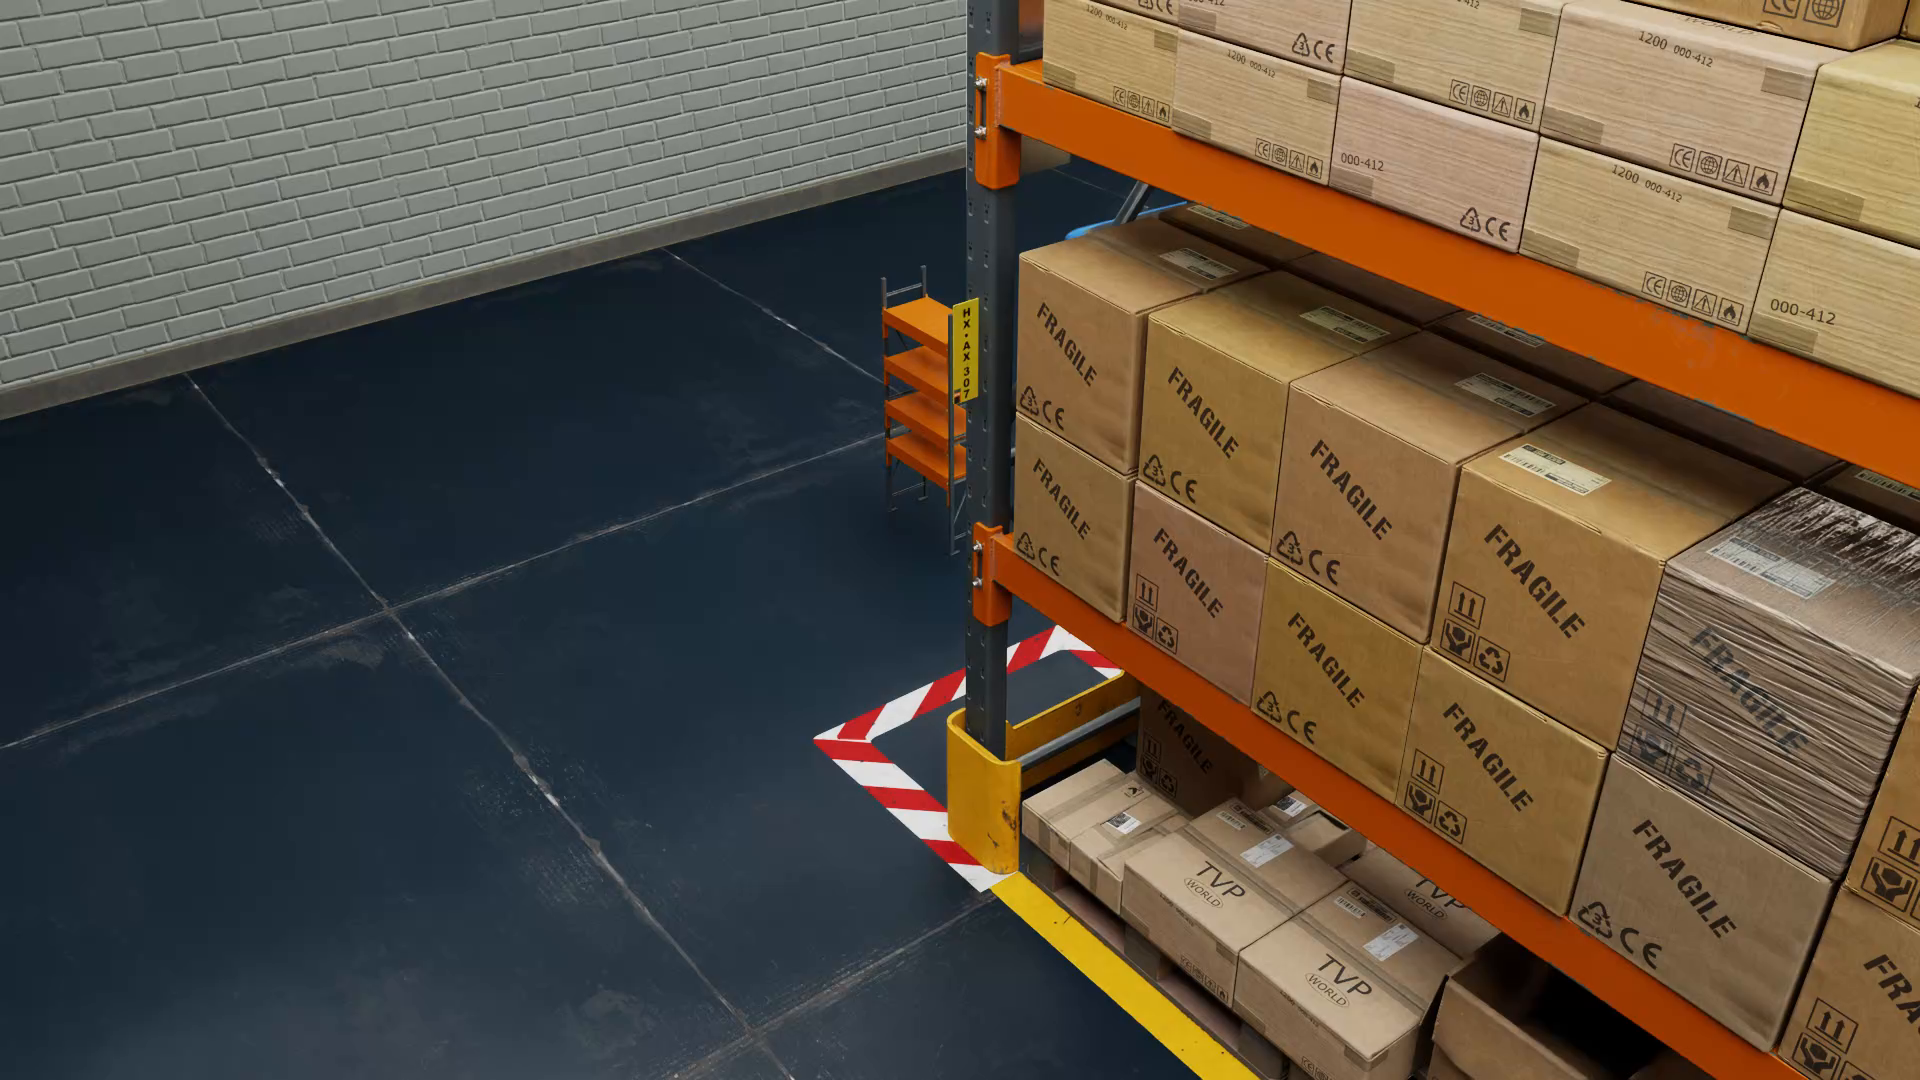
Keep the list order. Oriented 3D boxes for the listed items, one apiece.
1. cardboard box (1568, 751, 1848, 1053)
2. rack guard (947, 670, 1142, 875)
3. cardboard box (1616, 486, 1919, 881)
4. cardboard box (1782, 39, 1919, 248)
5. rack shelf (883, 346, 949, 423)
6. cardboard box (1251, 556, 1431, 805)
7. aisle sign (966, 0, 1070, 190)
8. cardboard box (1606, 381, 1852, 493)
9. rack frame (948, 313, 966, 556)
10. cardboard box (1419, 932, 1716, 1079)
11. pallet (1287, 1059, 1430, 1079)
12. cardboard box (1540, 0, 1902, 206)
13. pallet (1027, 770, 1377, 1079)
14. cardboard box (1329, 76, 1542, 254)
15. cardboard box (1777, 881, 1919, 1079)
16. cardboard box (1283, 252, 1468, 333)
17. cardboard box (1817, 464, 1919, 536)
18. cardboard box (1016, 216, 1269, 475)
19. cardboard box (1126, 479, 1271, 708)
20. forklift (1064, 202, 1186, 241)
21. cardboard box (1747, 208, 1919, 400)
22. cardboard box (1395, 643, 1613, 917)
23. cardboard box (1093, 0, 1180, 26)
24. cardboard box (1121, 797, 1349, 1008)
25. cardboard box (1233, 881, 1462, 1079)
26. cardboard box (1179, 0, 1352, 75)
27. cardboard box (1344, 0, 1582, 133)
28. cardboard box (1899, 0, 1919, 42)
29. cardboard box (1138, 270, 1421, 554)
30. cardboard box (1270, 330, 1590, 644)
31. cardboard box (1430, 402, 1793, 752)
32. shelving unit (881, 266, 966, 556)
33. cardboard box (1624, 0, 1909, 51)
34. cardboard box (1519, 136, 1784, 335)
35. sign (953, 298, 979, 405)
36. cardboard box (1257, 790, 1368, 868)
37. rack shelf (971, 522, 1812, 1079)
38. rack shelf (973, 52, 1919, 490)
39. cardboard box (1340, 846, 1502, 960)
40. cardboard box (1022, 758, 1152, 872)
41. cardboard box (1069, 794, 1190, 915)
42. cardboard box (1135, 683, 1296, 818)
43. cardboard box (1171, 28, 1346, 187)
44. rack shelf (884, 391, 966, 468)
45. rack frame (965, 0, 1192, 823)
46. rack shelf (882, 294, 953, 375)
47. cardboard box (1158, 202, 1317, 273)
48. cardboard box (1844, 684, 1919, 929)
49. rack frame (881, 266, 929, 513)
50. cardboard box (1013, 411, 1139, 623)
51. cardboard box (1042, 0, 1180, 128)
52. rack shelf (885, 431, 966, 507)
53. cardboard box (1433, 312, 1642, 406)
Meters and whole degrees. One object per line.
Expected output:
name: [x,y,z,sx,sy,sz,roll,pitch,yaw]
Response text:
cardboard box: [1.758,0.698,3.689,0.500,0.500,0.500,-21,38,-30]
rack guard: [0.495,0.720,6.117,1.175,0.500,0.348,-22,38,-31]
cardboard box: [1.762,0.276,3.419,0.500,0.500,0.500,-22,38,-31]
cardboard box: [1.780,-0.663,2.800,0.500,0.250,0.500,-22,38,-31]
rack shelf: [-0.101,-0.712,7.462,0.258,0.148,0.480,-22,38,-31]
cardboard box: [1.138,0.278,4.365,0.500,0.500,0.500,-22,38,-32]
aisle sign: [0.175,-1.411,4.716,0.394,0.787,0.004,-22,38,-31]
cardboard box: [1.886,-0.105,4.034,0.500,0.500,0.500,-21,38,-30]
rack frame: [0.048,-0.477,7.381,0.240,1.200,0.015,-22,38,-31]
cardboard box: [1.745,1.386,4.625,0.797,0.503,0.637,-22,38,-31]
pallet: [1.729,1.683,4.841,1.003,0.211,1.213,-22,38,-31]
cardboard box: [1.474,-0.872,3.136,0.500,0.250,0.500,-22,38,-31]
pallet: [0.985,1.175,5.659,1.003,0.211,1.213,-22,38,-31]
cardboard box: [1.167,-0.867,3.603,0.500,0.250,0.500,-22,38,-31]
cardboard box: [2.075,0.911,3.345,0.500,0.500,0.500,-21,38,-30]
cardboard box: [1.249,-0.534,4.724,0.500,0.500,0.500,-21,38,-30]
cardboard box: [2.203,0.109,3.688,0.500,0.500,0.500,-24,39,-33]
cardboard box: [0.512,-0.571,4.783,0.500,0.500,0.500,-21,38,-30]
cardboard box: [0.833,0.067,4.704,0.500,0.500,0.500,-23,38,-32]
forklift: [2.007,-2.062,8.292,3.031,2.935,1.130,-19,37,-28]
cardboard box: [1.782,-0.451,2.933,0.500,0.250,0.500,-22,38,-31]
cardboard box: [1.444,0.486,4.029,0.500,0.500,0.500,-22,38,-31]
cardboard box: [0.558,-1.498,4.145,0.500,0.250,0.500,-22,38,-31]
cardboard box: [0.865,1.134,5.270,0.500,0.250,0.500,-22,38,-31]
cardboard box: [1.171,1.343,4.934,0.500,0.250,0.500,-22,38,-31]
cardboard box: [0.859,-1.288,3.805,0.500,0.250,0.500,-22,38,-31]
cardboard box: [1.171,-1.081,3.473,0.500,0.250,0.500,-22,38,-31]
cardboard box: [2.067,-1.099,2.791,0.700,0.500,0.500,-22,38,-31]
cardboard box: [0.839,-0.355,4.437,0.500,0.500,0.500,-22,38,-31]
cardboard box: [1.142,-0.145,4.098,0.500,0.500,0.500,-22,38,-31]
cardboard box: [1.454,0.066,3.758,0.500,0.500,0.500,-23,38,-32]
shelving unit: [-0.101,-0.579,7.545,0.258,1.200,0.503,-22,38,-31]
cardboard box: [1.640,-1.258,3.047,0.700,0.500,0.500,-22,38,-31]
cardboard box: [1.479,-0.661,3.271,0.500,0.250,0.500,-22,38,-31]
sign: [0.020,-0.566,4.997,0.100,0.325,0.005,-22,38,-31]
cardboard box: [1.154,0.988,5.585,0.380,0.166,0.250,-22,38,-31]
rack shelf: [1.675,0.765,4.356,1.077,0.370,4.000,-22,38,-31]
rack shelf: [1.675,-0.509,3.565,1.077,0.370,4.000,-22,38,-31]
cardboard box: [1.535,1.160,5.228,0.500,0.250,0.500,-22,38,-31]
cardboard box: [0.434,0.936,5.685,0.380,0.149,0.250,-22,38,-31]
cardboard box: [0.587,1.033,5.512,0.380,0.166,0.250,-22,38,-31]
cardboard box: [0.977,0.648,5.816,0.500,0.500,0.500,-22,38,-31]
cardboard box: [0.859,-1.075,3.937,0.500,0.250,0.500,-22,38,-31]
rack shelf: [-0.101,-0.522,7.580,0.258,0.148,0.480,-22,38,-31]
rack frame: [0.449,-0.374,5.509,1.000,3.000,0.127,-22,38,-31]
rack shelf: [-0.101,-0.913,7.337,0.258,0.148,0.480,-22,38,-31]
cardboard box: [0.939,-0.744,5.063,0.500,0.500,0.500,-23,38,-32]
cardboard box: [2.071,0.487,3.081,0.500,0.500,0.500,-23,39,-32]
rack frame: [-0.251,-0.680,7.708,0.240,1.200,0.015,-22,38,-31]
cardboard box: [0.512,-0.146,5.047,0.500,0.500,0.500,-21,38,-30]
cardboard box: [0.563,-1.288,4.280,0.500,0.250,0.500,-22,38,-31]
rack shelf: [-0.102,-0.353,7.685,0.258,0.148,0.480,-22,38,-31]
cardboard box: [1.571,-0.320,4.379,0.500,0.500,0.500,-21,38,-30]
